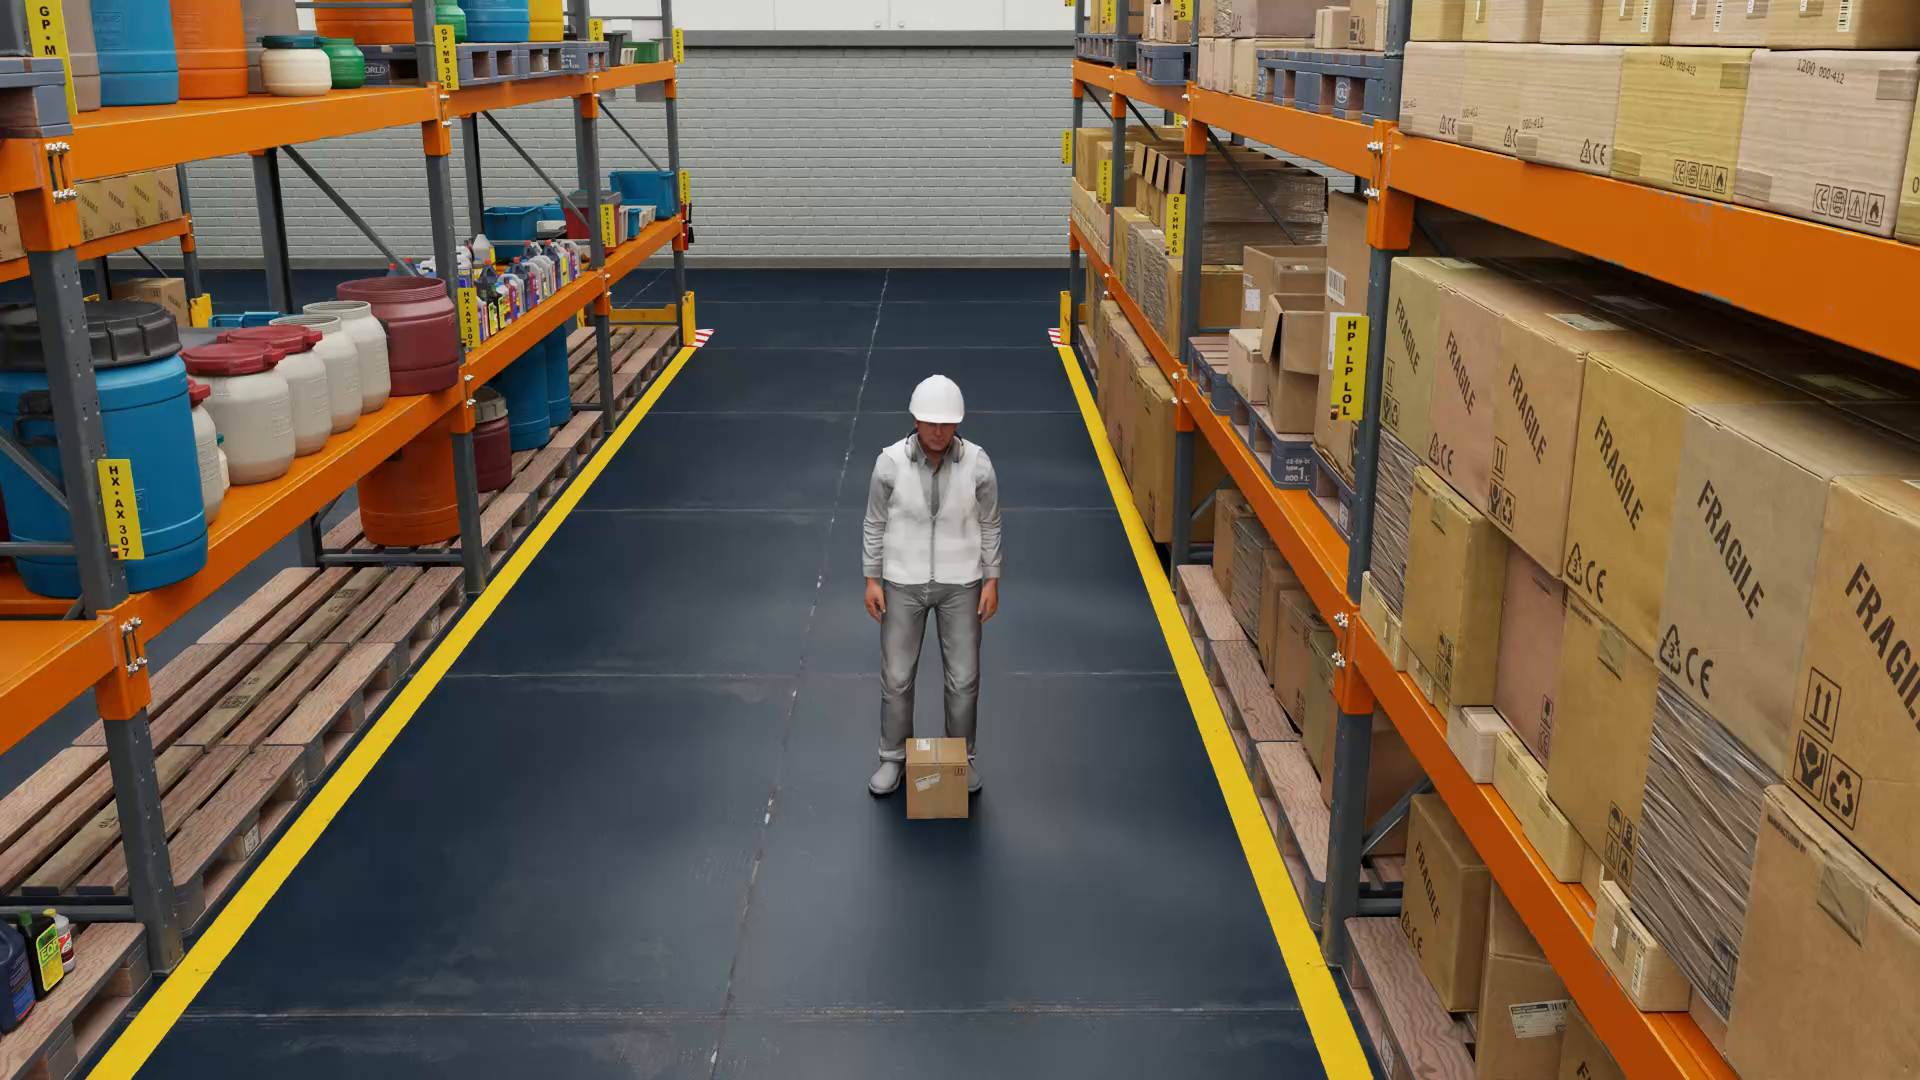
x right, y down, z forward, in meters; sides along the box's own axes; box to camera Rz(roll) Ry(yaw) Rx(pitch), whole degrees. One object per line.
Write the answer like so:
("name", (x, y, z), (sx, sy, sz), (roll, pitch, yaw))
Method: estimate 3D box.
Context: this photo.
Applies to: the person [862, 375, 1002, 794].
("person", (-0.115, 0.180, 6.910), (0.579, 1.771, 0.462), (-1, 17, -2))
